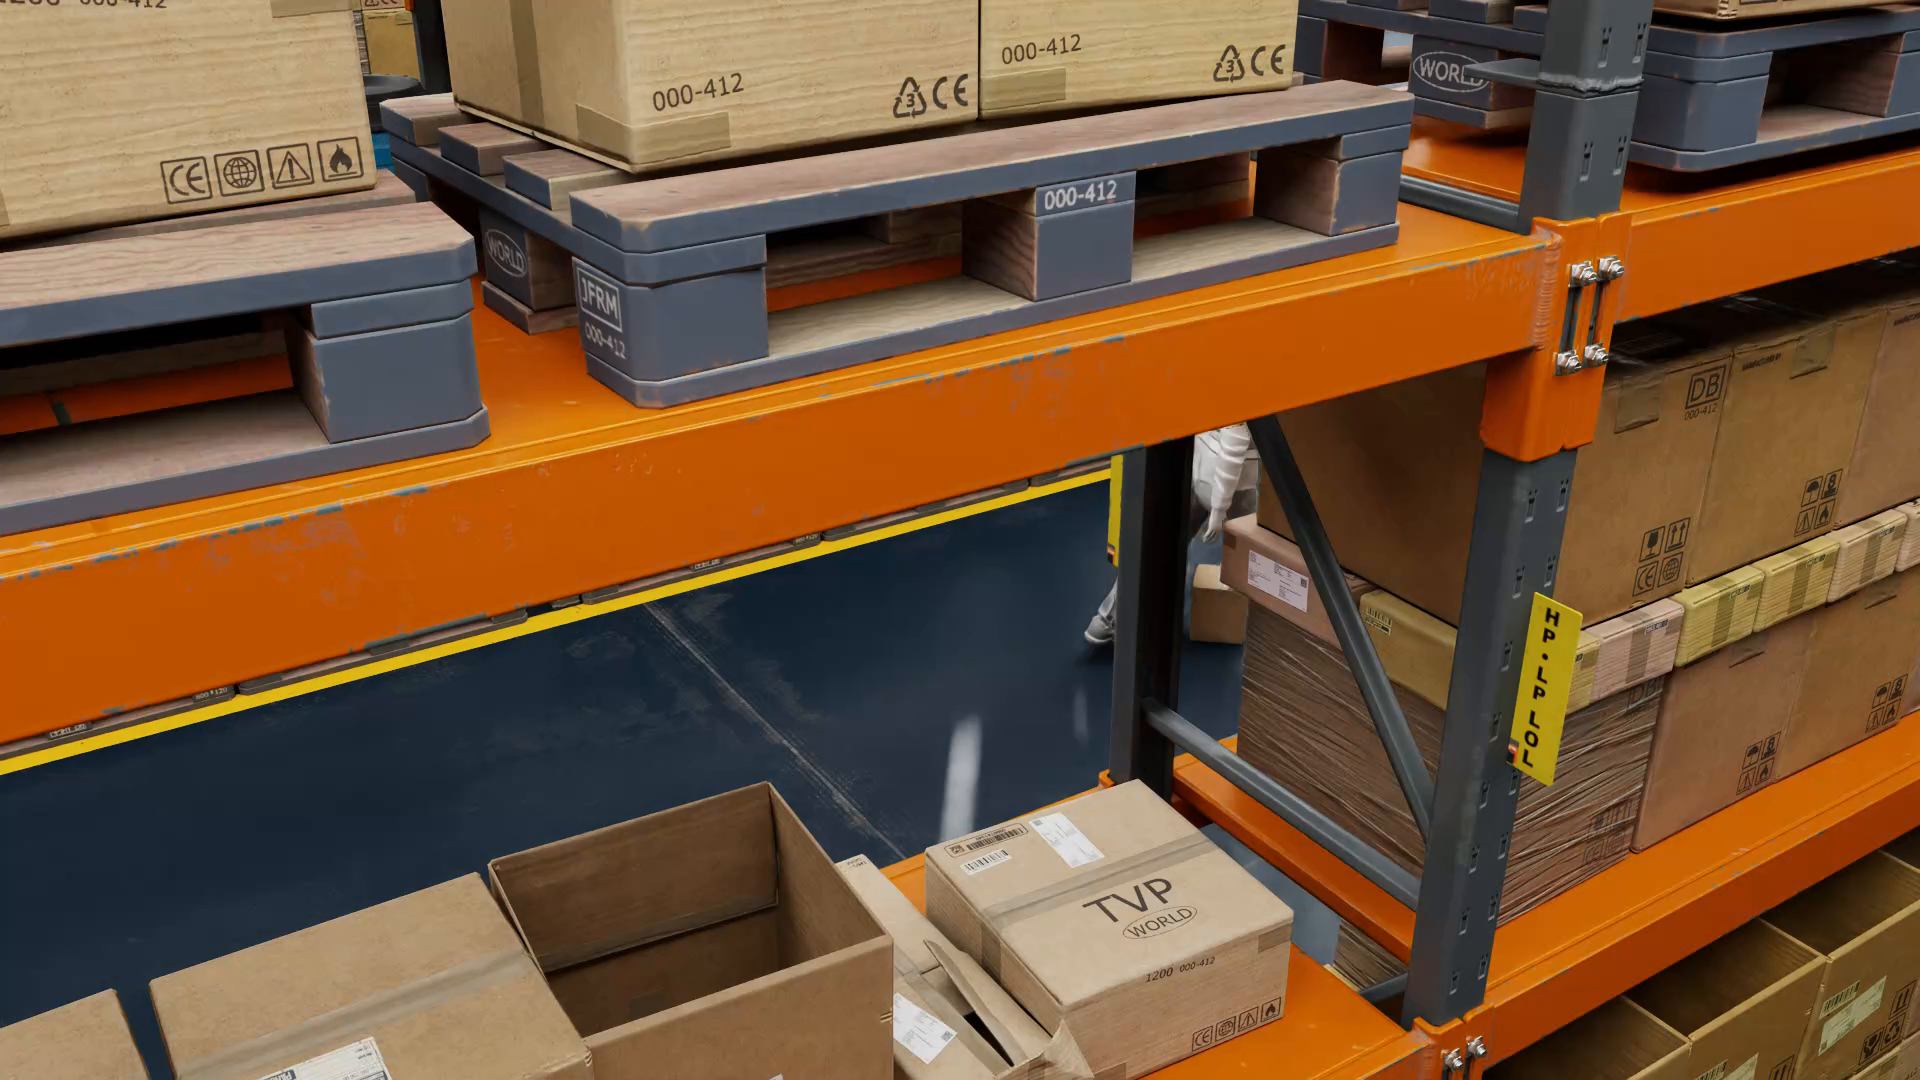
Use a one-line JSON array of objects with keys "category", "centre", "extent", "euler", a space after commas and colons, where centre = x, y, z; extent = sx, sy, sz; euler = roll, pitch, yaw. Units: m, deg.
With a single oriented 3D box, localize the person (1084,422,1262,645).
[{"category": "person", "centre": [0.994, -0.243, 6.642], "extent": [0.927, 1.609, 0.517], "euler": [-5, 26, -11]}]
